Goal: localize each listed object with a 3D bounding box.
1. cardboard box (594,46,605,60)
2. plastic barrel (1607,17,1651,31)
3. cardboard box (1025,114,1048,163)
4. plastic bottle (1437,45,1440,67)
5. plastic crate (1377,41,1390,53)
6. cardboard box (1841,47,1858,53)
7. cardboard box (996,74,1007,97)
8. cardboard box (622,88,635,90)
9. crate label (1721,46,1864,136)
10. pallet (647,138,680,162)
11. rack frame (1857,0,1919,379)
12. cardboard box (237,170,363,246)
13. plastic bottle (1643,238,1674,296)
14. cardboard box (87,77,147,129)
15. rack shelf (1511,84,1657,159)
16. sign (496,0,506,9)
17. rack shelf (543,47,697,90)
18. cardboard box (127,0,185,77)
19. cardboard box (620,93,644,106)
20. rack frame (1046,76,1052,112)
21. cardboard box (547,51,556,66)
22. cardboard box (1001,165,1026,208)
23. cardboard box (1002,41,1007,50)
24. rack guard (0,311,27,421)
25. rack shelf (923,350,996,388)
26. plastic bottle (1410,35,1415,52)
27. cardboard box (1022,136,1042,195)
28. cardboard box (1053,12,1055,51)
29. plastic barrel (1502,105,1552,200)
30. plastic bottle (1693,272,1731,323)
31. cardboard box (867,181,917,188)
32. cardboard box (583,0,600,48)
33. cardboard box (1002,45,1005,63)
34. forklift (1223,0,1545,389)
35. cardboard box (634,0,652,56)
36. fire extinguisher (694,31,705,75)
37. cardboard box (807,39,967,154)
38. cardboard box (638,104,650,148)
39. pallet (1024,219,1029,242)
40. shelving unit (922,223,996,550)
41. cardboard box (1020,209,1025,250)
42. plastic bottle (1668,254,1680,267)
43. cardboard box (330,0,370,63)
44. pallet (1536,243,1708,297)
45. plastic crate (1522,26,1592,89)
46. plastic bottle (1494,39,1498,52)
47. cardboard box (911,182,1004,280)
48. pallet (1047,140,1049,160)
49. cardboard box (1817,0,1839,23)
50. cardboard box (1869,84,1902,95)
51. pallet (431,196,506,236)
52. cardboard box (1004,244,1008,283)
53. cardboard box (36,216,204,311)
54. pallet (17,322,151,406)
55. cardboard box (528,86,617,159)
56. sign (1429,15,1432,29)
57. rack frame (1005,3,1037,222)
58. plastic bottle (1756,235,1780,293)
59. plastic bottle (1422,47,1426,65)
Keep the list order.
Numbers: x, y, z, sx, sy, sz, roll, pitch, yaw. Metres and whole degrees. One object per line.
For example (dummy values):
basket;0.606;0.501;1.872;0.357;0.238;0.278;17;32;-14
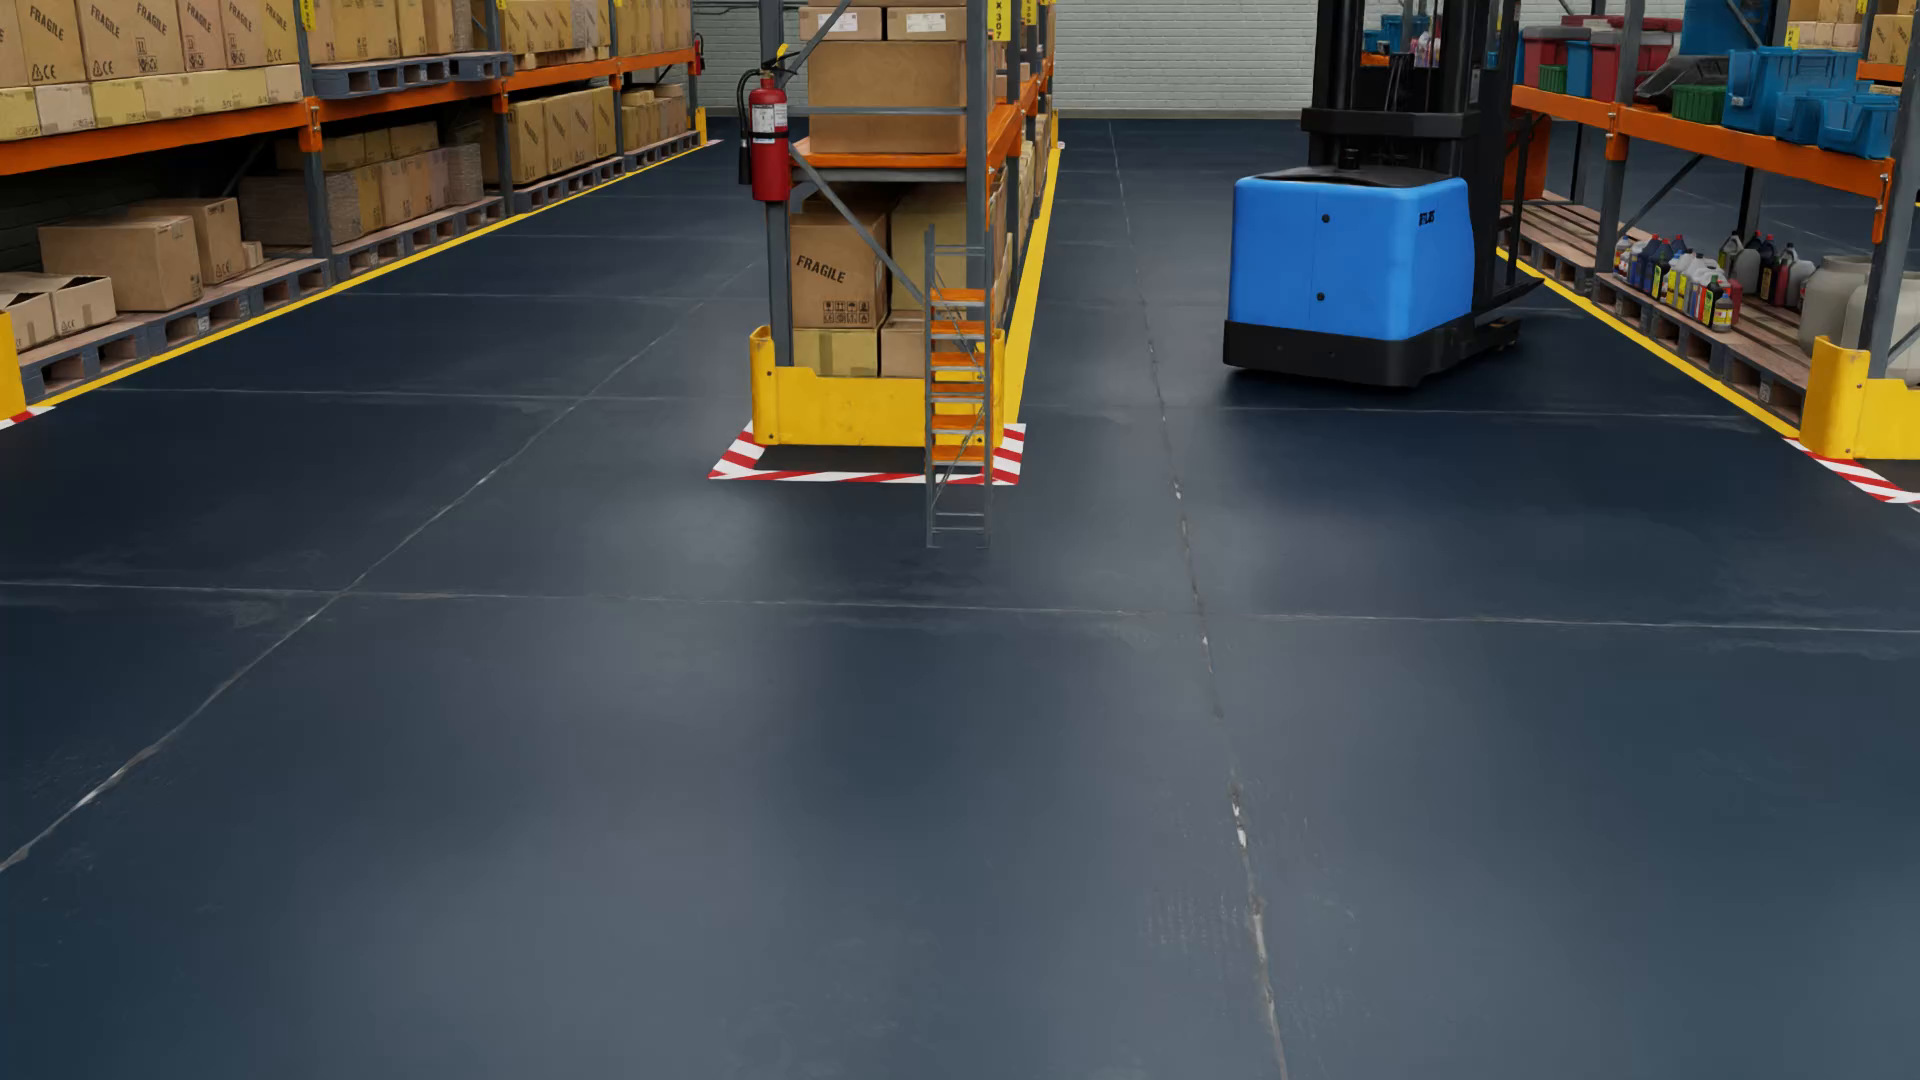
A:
cardboard box;-4.198;-5.458;18.633;0.380;0.149;0.250;2;18;5
plastic barrel;5.217;-3.771;12.896;0.433;0.535;0.433;0;18;0
cardboard box;0.730;-4.510;18.677;0.500;0.500;0.500;1;18;4
plastic bottle;4.881;-4.915;16.812;0.097;0.271;0.097;0;18;0
plastic crate;5.245;-5.987;20.205;0.293;0.136;0.466;1;18;4
cardboard box;10.055;-5.409;18.516;0.380;0.149;0.250;1;18;4
cardboard box;0.174;-3.315;12.126;0.380;0.149;0.250;1;18;4
cardboard box;-4.405;-5.750;21.452;0.380;0.149;0.250;1;18;4
crate label;4.422;-2.404;8.886;0.502;0.435;0.616;1;18;4
pallet;-4.244;-5.047;21.487;1.003;0.211;1.213;1;18;4
rack frame;4.560;-1.810;7.129;1.000;3.000;0.127;1;18;4
cardboard box;-4.999;-2.523;12.614;0.700;0.500;0.500;2;18;6
plastic bottle;4.361;-1.702;10.348;0.144;0.351;0.185;1;18;2
cardboard box;-4.905;-2.433;9.240;0.500;0.250;0.500;1;18;3
rack shelf;4.990;-3.331;12.928;1.077;0.370;4.000;1;18;4
sign;-4.206;-5.019;15.190;0.100;0.325;0.005;1;18;4
rack shelf;-4.318;-6.037;21.185;1.077;0.370;4.000;1;18;4
cardboard box;-4.874;-2.941;9.586;0.500;0.500;0.500;2;18;6
cardboard box;-4.099;-5.410;20.414;0.380;0.149;0.250;2;18;6
rack frame;0.766;-6.891;22.635;1.000;3.000;0.127;1;18;4
cardboard box;-4.394;-4.979;17.173;0.380;0.149;0.250;1;18;4
cardboard box;0.261;-2.762;12.876;0.500;0.311;0.500;1;18;2
cardboard box;0.126;-4.851;15.576;0.700;0.500;0.500;-5;19;-15
rack guard;-5.316;-0.867;8.265;1.175;0.500;0.348;1;18;4
rack shelf;-0.001;-0.637;6.199;0.258;0.103;0.180;1;18;4
plastic bottle;4.968;-5.377;18.202;0.061;0.283;0.133;1;18;4
cardboard box;0.511;-3.562;15.785;0.500;0.500;0.500;2;18;6
cardboard box;0.972;-6.632;21.684;0.500;0.500;0.500;1;18;4
plastic barrel;5.151;-3.615;15.449;0.600;0.830;0.708;1;18;4
plastic bottle;4.300;-1.382;9.492;0.152;0.276;0.135;1;18;4
cardboard box;-0.511;-1.965;10.141;0.500;0.500;0.500;1;18;4
cardboard box;-4.270;-5.648;18.174;0.500;0.500;0.500;1;18;4
cardboard box;0.123;-4.252;14.724;0.500;0.311;0.500;2;18;7
forklift;2.712;-2.585;9.604;1.130;2.935;3.031;12;22;33
cardboard box;-4.349;-6.295;20.335;0.980;0.700;0.700;1;18;3
fire extinguisher;-3.704;-6.823;23.151;0.296;0.674;0.183;1;18;4
cardboard box;-0.334;-2.114;7.896;0.700;0.500;0.500;1;18;4
cardboard box;-4.266;-5.155;20.679;0.700;0.500;0.500;1;18;3
pallet;0.095;-2.826;14.709;1.003;0.211;1.213;1;18;4
shelving unit;-0.001;-0.566;6.222;0.258;1.200;0.189;1;18;4
cardboard box;0.220;-2.335;12.473;0.500;0.250;0.500;2;18;5
plastic bottle;4.388;-1.618;10.219;0.097;0.271;0.097;0;18;0
cardboard box;-4.917;-3.860;12.520;0.700;0.500;0.500;3;18;10
pallet;4.864;-1.972;12.101;1.003;0.211;1.213;1;18;4
plastic crate;4.712;-3.830;13.190;0.402;0.464;0.583;1;18;4
plastic bottle;5.516;-5.031;17.166;0.097;0.271;0.097;0;18;0
cardboard box;-0.010;-1.798;9.630;0.500;0.500;0.500;1;18;4
pallet;0.615;-4.916;21.088;1.003;0.211;1.213;1;18;4
cardboard box;10.167;-6.157;18.954;0.500;0.500;0.500;1;18;4
cardboard box;10.334;-4.417;17.823;1.225;0.875;0.875;1;18;4
pallet;-4.806;-2.948;15.080;1.003;0.211;1.213;1;18;4
cardboard box;0.045;-1.753;10.696;0.500;0.250;0.500;1;18;4
cardboard box;-5.039;-1.669;10.006;0.700;0.500;0.500;0;18;0
pallet;-5.223;-0.981;9.077;1.003;0.211;1.213;1;18;4
cardboard box;-4.378;-4.731;18.822;0.750;0.750;0.750;1;18;5
sign;6.257;-6.849;22.246;0.100;0.325;0.005;1;18;4
rack frame;0.193;-4.406;15.052;1.000;3.000;0.127;1;18;4
plastic bottle;5.074;-1.736;10.452;0.144;0.351;0.185;0;18;1
plastic bottle;4.938;-5.128;17.574;0.097;0.201;0.097;0;18;0
